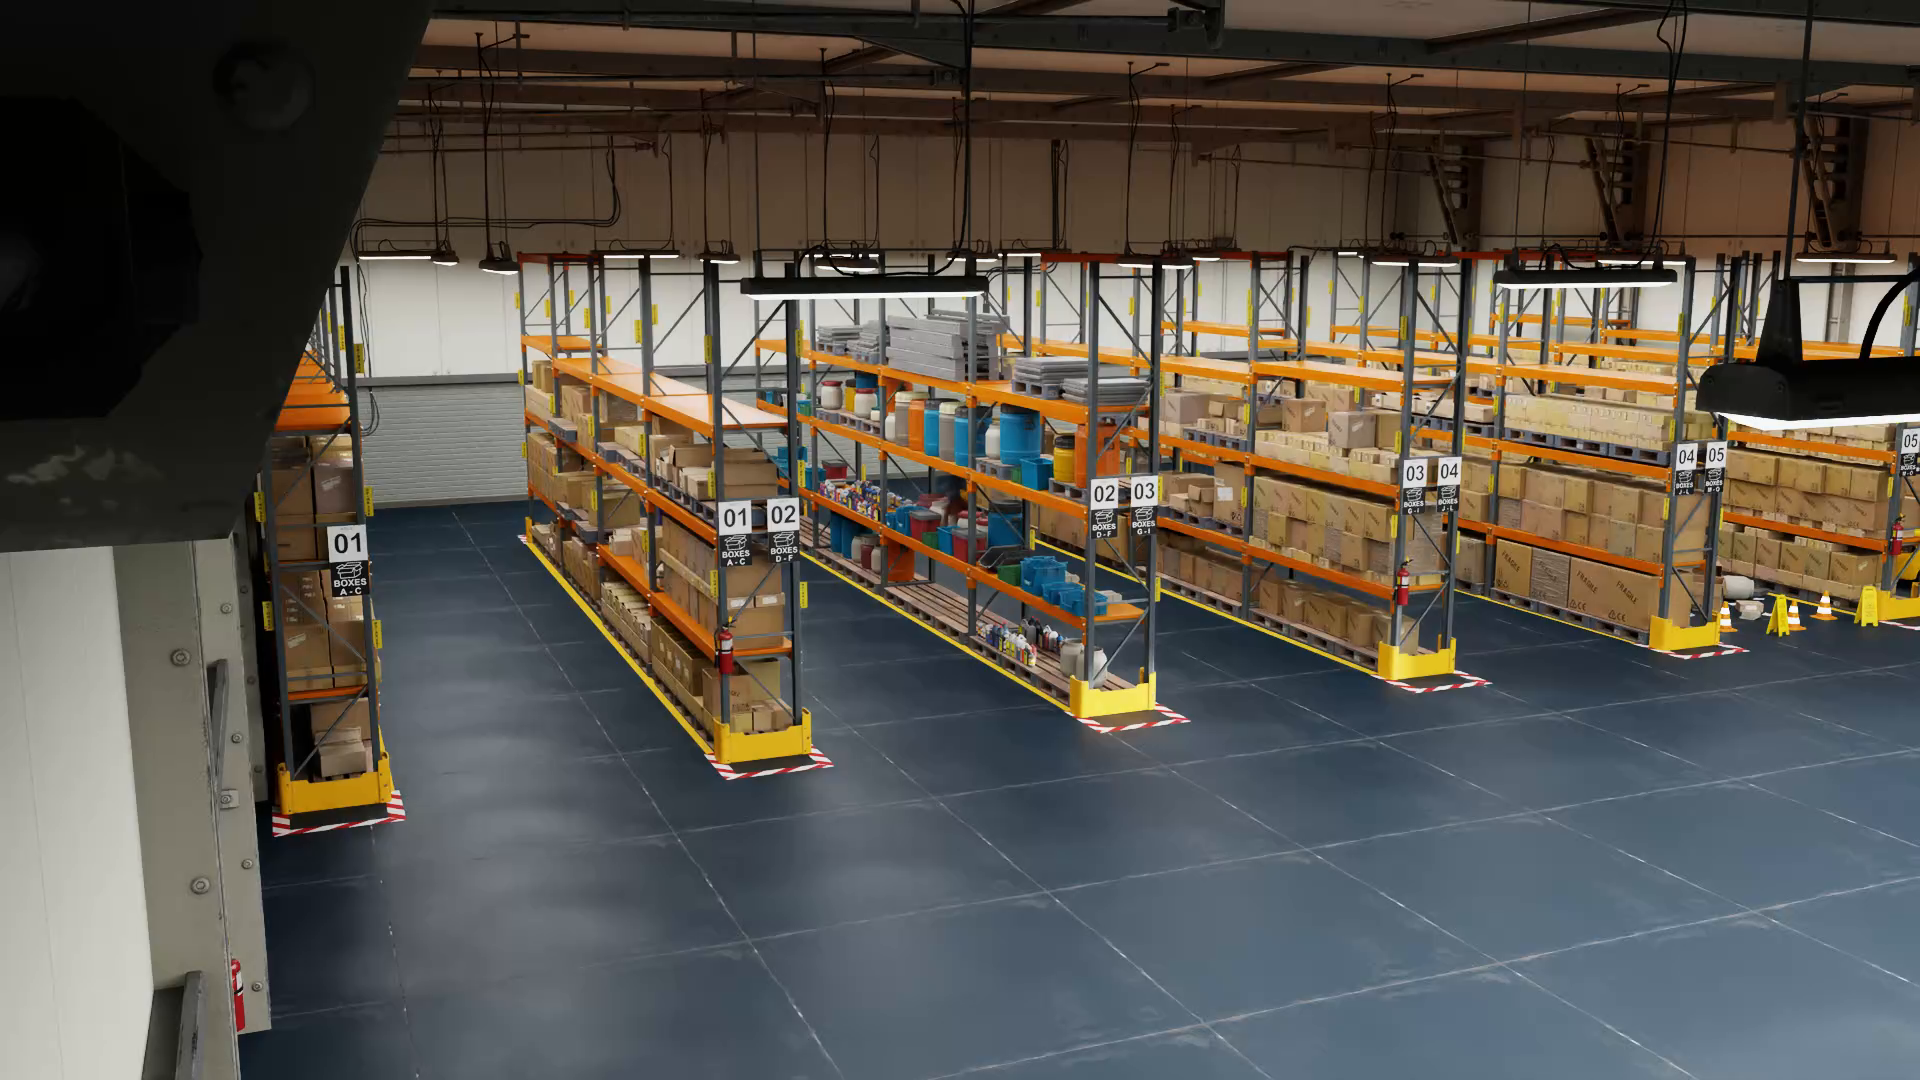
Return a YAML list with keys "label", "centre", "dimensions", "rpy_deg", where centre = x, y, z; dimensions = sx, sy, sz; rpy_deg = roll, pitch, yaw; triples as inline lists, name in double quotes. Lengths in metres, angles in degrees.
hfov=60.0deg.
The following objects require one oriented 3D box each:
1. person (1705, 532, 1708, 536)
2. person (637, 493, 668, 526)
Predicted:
- label: "person"
  centre: [14.965, -0.772, 34.178]
  dimensions: [0.654, 1.766, 1.000]
  rpy_deg: [-5, 11, -25]
- label: "person"
  centre: [-6.362, -0.722, 34.631]
  dimensions: [0.655, 1.586, 0.738]
  rpy_deg: [-6, 12, -31]
